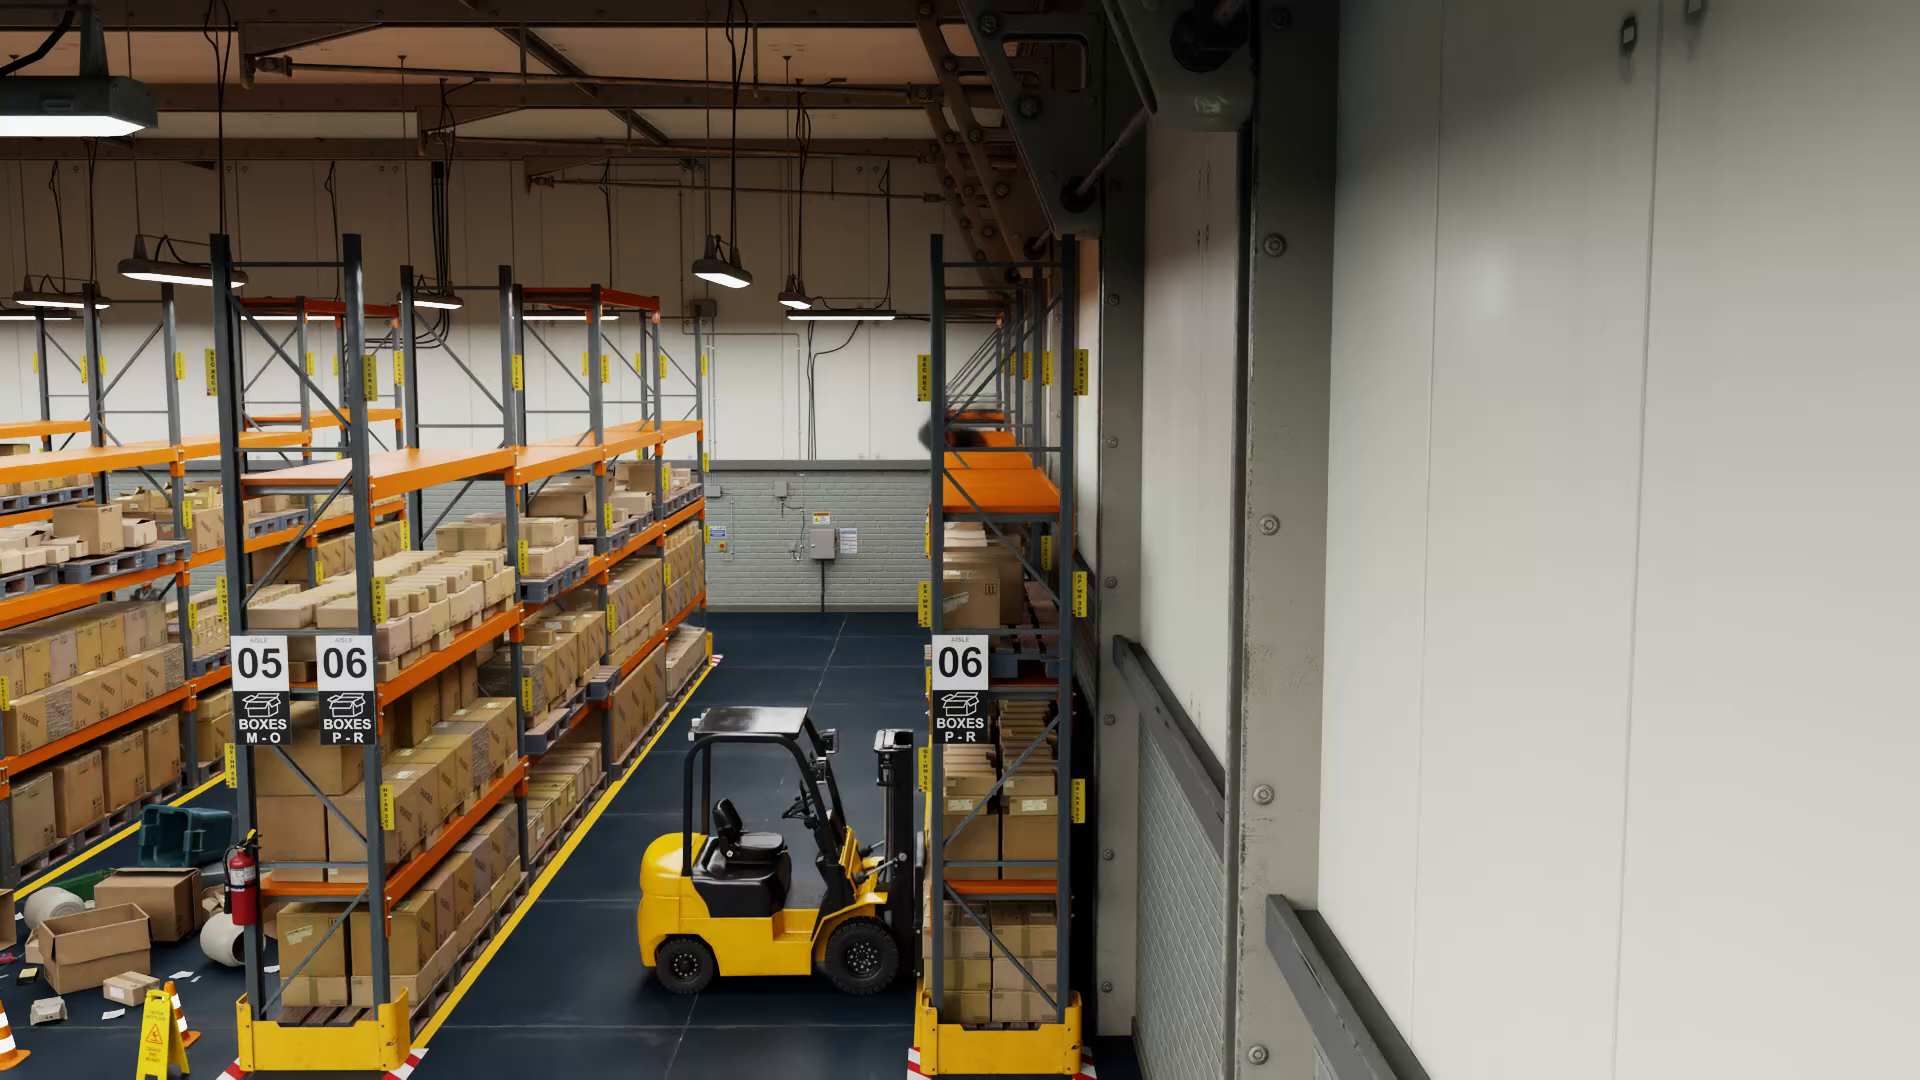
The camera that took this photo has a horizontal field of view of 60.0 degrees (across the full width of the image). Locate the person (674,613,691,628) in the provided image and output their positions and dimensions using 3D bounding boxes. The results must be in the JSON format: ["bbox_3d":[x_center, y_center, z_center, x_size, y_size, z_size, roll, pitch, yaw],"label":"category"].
[{"bbox_3d":[-4.900,1.143,29.252,0.603,1.621,0.588,2,7,21],"label":"person"}]

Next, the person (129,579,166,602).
[{"bbox_3d":[-12.922,1.401,26.416,0.635,1.742,0.719,-1,6,-12],"label":"person"}]
